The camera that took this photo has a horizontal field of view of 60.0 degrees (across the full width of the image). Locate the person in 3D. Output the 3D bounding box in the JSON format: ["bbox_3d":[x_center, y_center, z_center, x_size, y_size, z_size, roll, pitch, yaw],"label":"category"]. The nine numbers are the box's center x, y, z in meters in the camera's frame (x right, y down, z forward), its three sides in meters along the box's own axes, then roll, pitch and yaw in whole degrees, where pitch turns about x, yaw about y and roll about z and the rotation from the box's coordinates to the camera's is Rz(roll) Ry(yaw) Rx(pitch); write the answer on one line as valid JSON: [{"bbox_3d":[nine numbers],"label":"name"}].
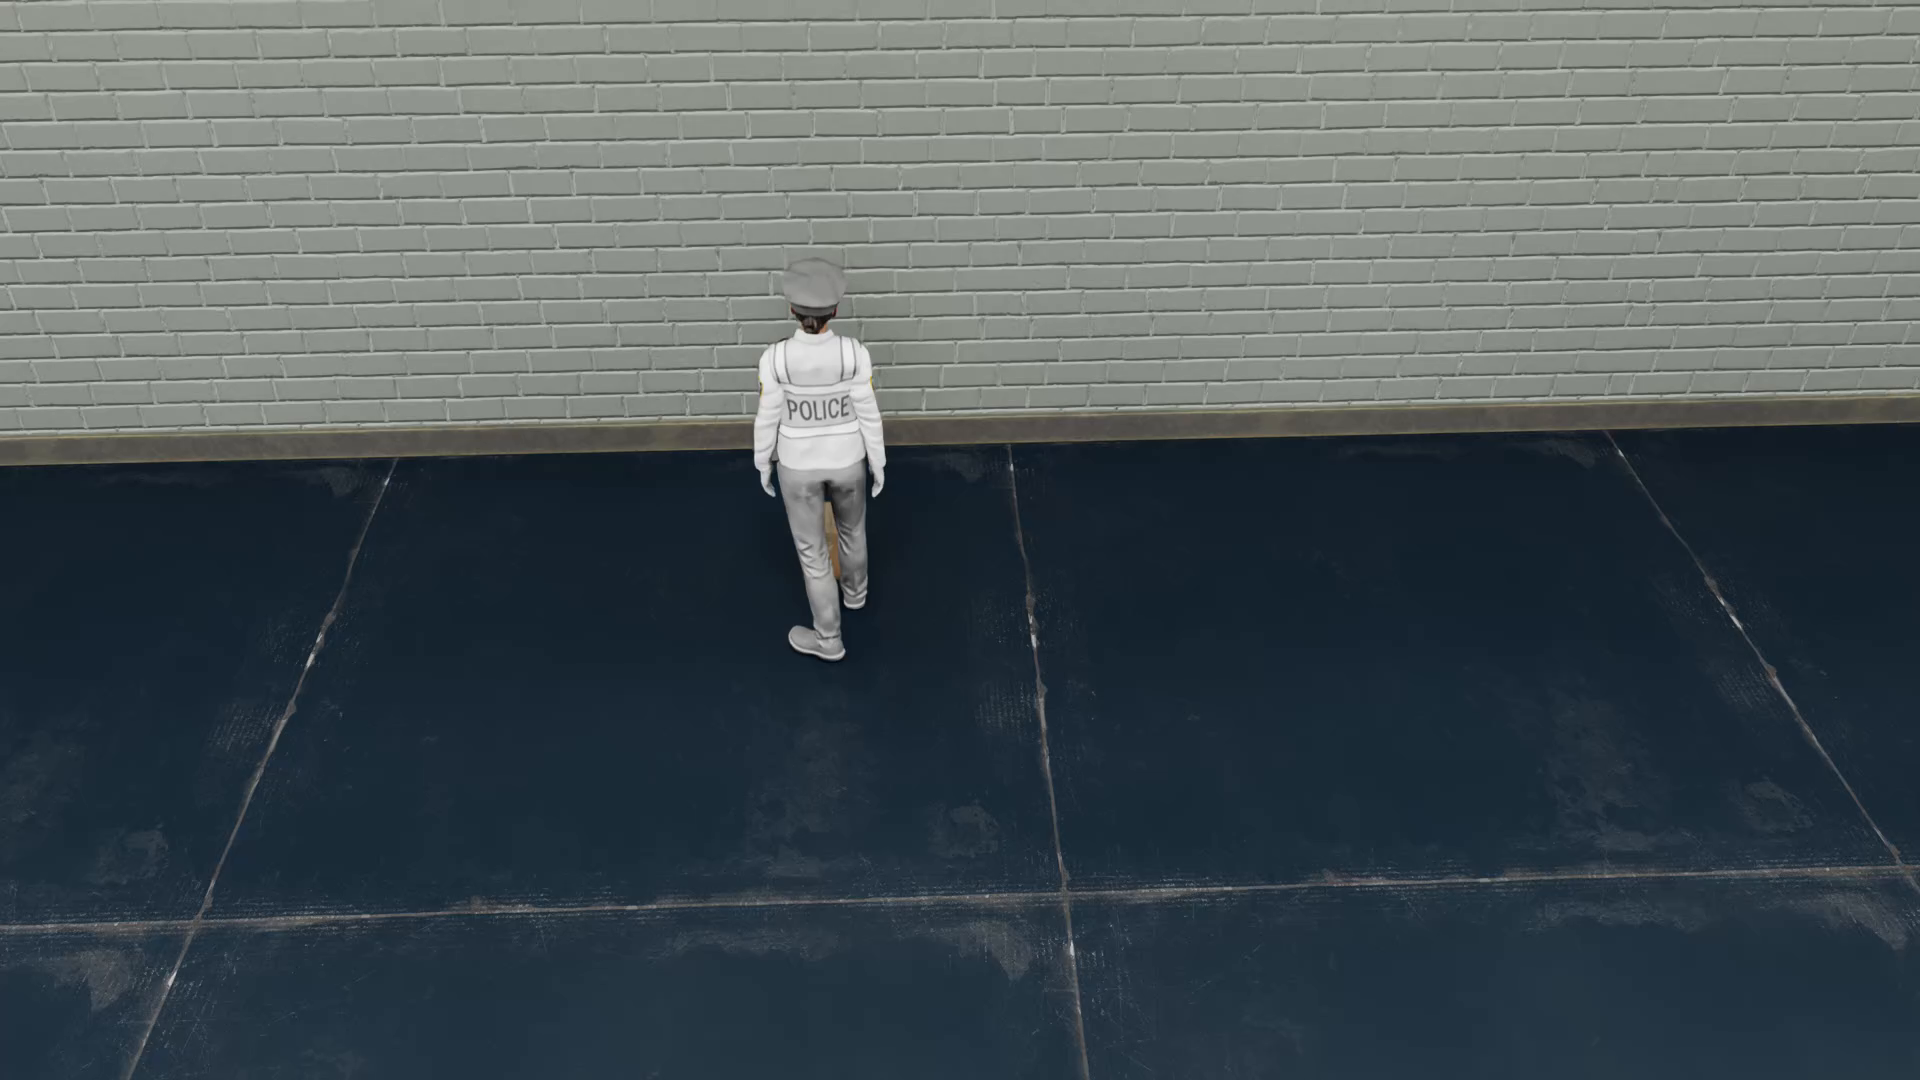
[{"bbox_3d":[-0.566,-0.341,6.597,0.509,1.672,0.630,-7,36,-10],"label":"person"}]
